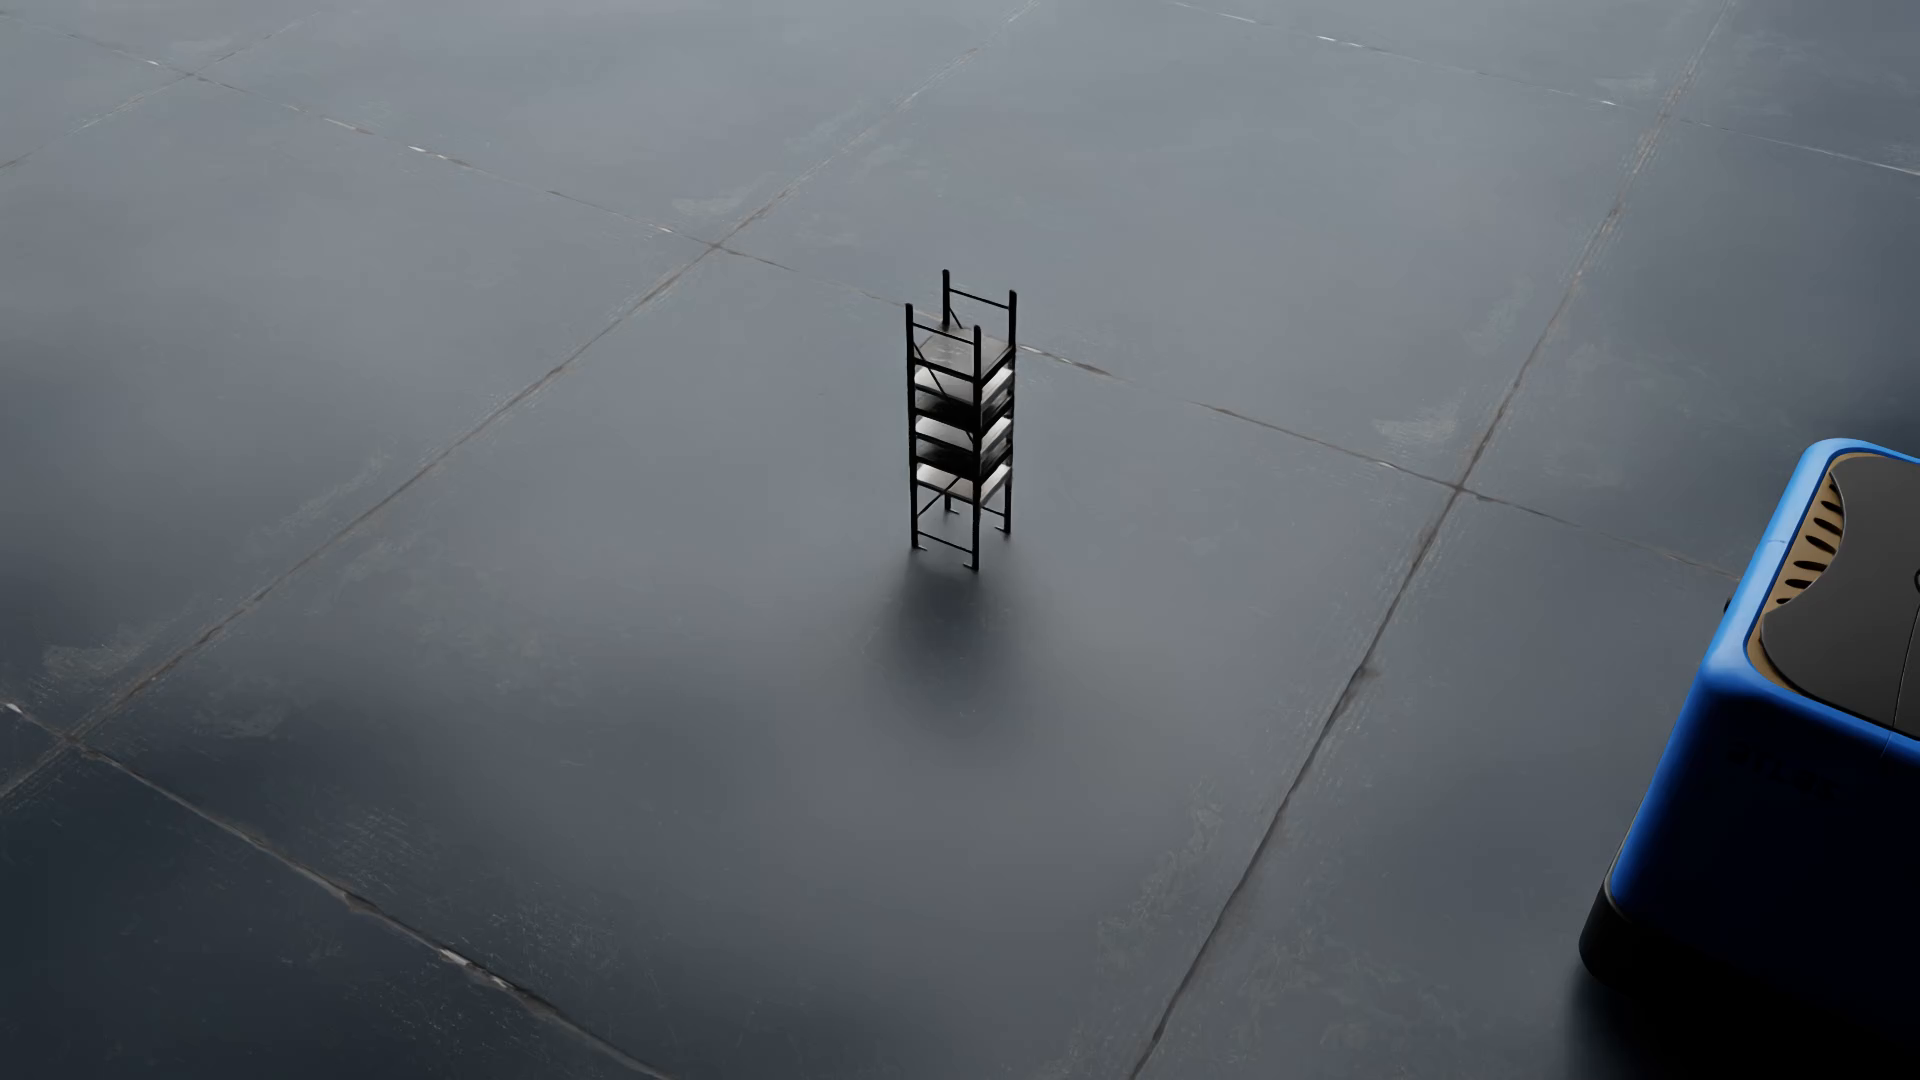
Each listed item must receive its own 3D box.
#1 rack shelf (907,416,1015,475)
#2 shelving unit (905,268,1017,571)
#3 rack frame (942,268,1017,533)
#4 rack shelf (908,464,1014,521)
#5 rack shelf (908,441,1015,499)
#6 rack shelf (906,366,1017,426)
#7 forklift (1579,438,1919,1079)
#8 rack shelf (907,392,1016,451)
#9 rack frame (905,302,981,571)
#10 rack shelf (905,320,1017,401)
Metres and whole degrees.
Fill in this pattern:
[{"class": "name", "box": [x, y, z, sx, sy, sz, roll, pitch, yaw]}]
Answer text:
[{"class": "rack shelf", "box": [0.004, -0.317, 4.980, 0.258, 0.077, 0.200, 21, 45, 22]}, {"class": "shelving unit", "box": [0.004, -0.342, 4.958, 0.258, 0.900, 0.210, 21, 45, 22]}, {"class": "rack frame", "box": [0.055, -0.401, 5.024, 0.240, 0.900, 0.006, 21, 45, 22]}, {"class": "rack shelf", "box": [0.004, -0.182, 5.099, 0.258, 0.077, 0.200, 21, 45, 22]}, {"class": "rack shelf", "box": [0.004, -0.250, 5.039, 0.258, 0.077, 0.200, 21, 45, 22]}, {"class": "rack shelf", "box": [0.004, -0.452, 4.861, 0.258, 0.077, 0.200, 21, 45, 22]}, {"class": "forklift", "box": [2.998, 0.254, 2.744, 3.031, 2.935, 1.130, 24, 47, 25]}, {"class": "rack shelf", "box": [0.004, -0.385, 4.920, 0.258, 0.077, 0.200, 21, 45, 22]}, {"class": "rack frame", "box": [-0.047, -0.284, 4.892, 0.240, 0.900, 0.006, 21, 45, 22]}, {"class": "rack shelf", "box": [0.004, -0.520, 4.801, 0.258, 0.077, 0.200, 21, 45, 22]}]
